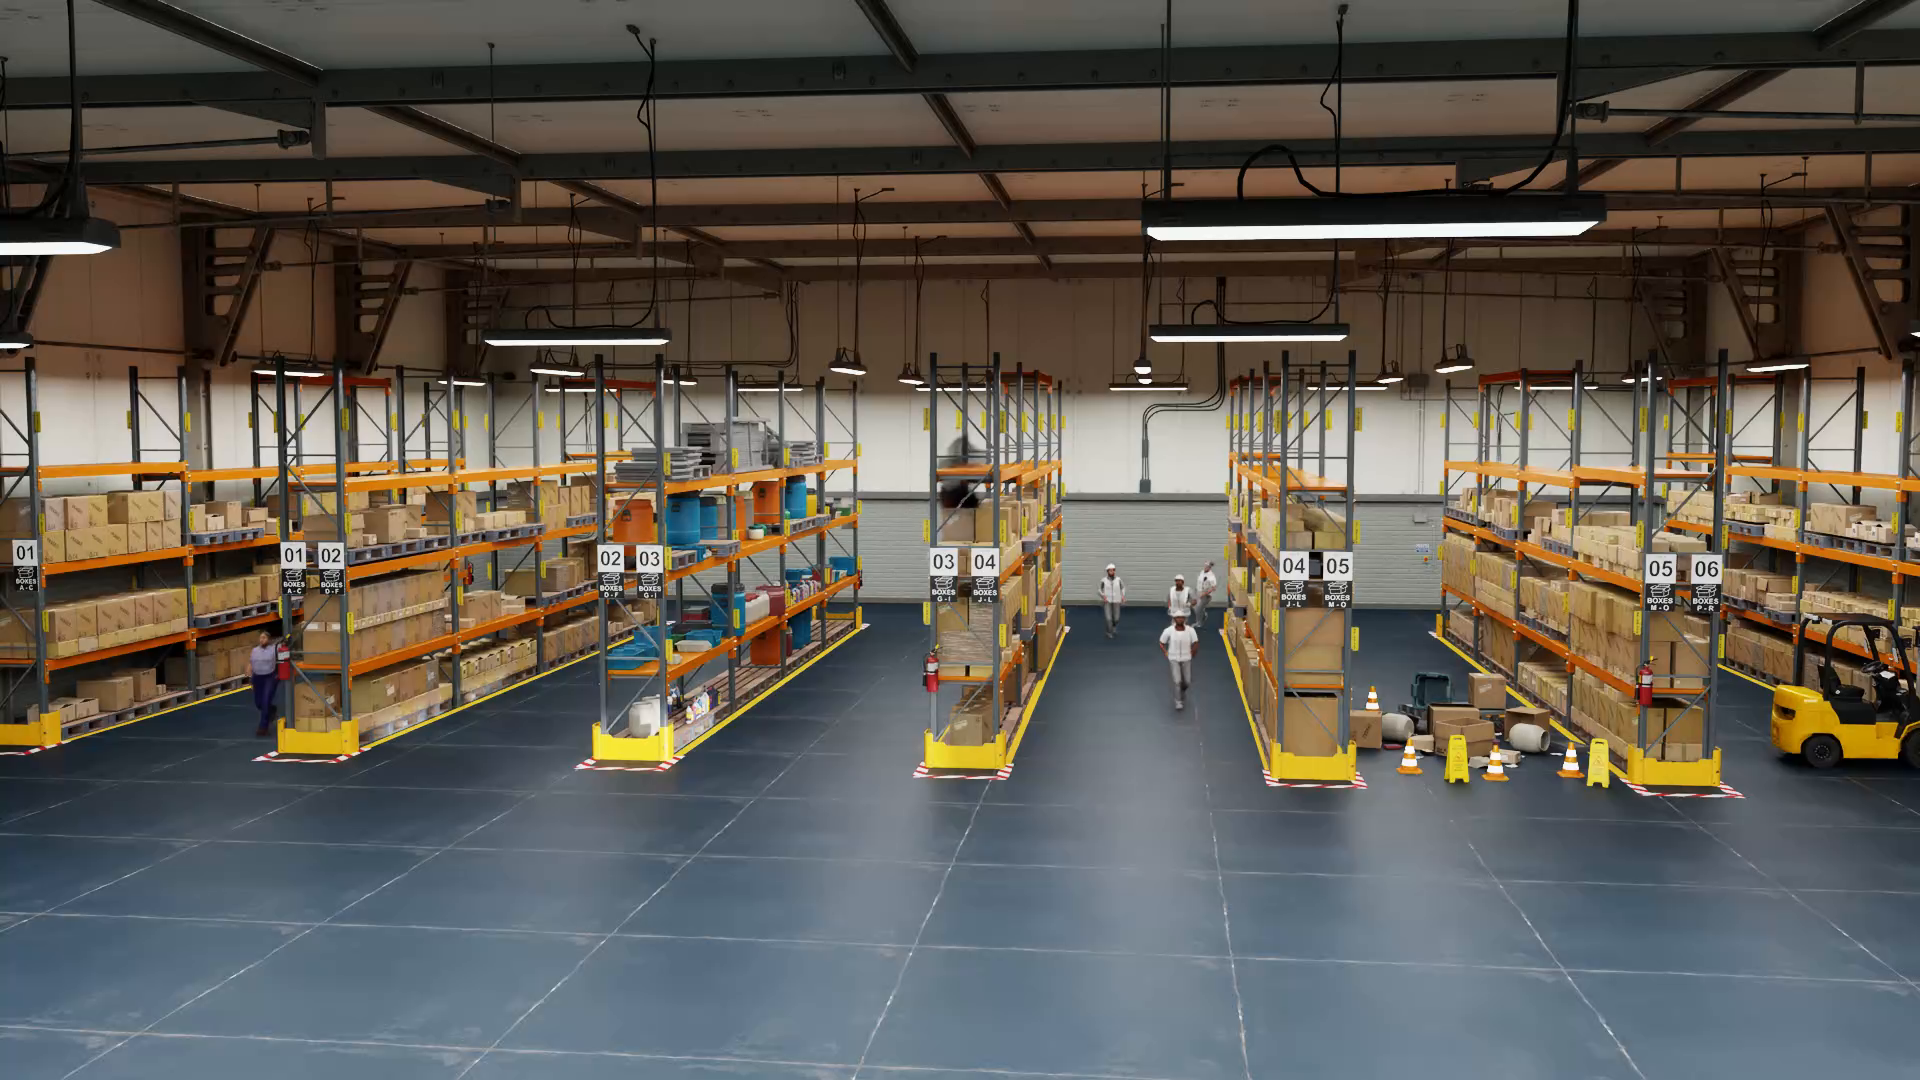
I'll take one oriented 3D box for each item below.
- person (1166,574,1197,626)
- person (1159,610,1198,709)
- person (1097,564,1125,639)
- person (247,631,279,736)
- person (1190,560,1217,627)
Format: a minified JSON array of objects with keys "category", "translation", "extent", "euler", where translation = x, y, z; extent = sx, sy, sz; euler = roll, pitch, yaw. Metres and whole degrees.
[{"category":"person","translation":[4.683,1.621,35.185],"extent":[0.666,1.796,0.924],"euler":[1,4,12]},{"category":"person","translation":[3.833,2.085,29.114],"extent":[0.700,1.719,0.625],"euler":[0,4,-1]},{"category":"person","translation":[3.513,1.425,38.520],"extent":[0.680,1.732,0.553],"euler":[0,4,-4]},{"category":"person","translation":[-11.205,2.294,26.866],"extent":[0.607,1.640,0.829],"euler":[0,4,3]},{"category":"person","translation":[5.947,1.307,40.478],"extent":[0.585,1.672,0.855],"euler":[-2,5,-28]}]
